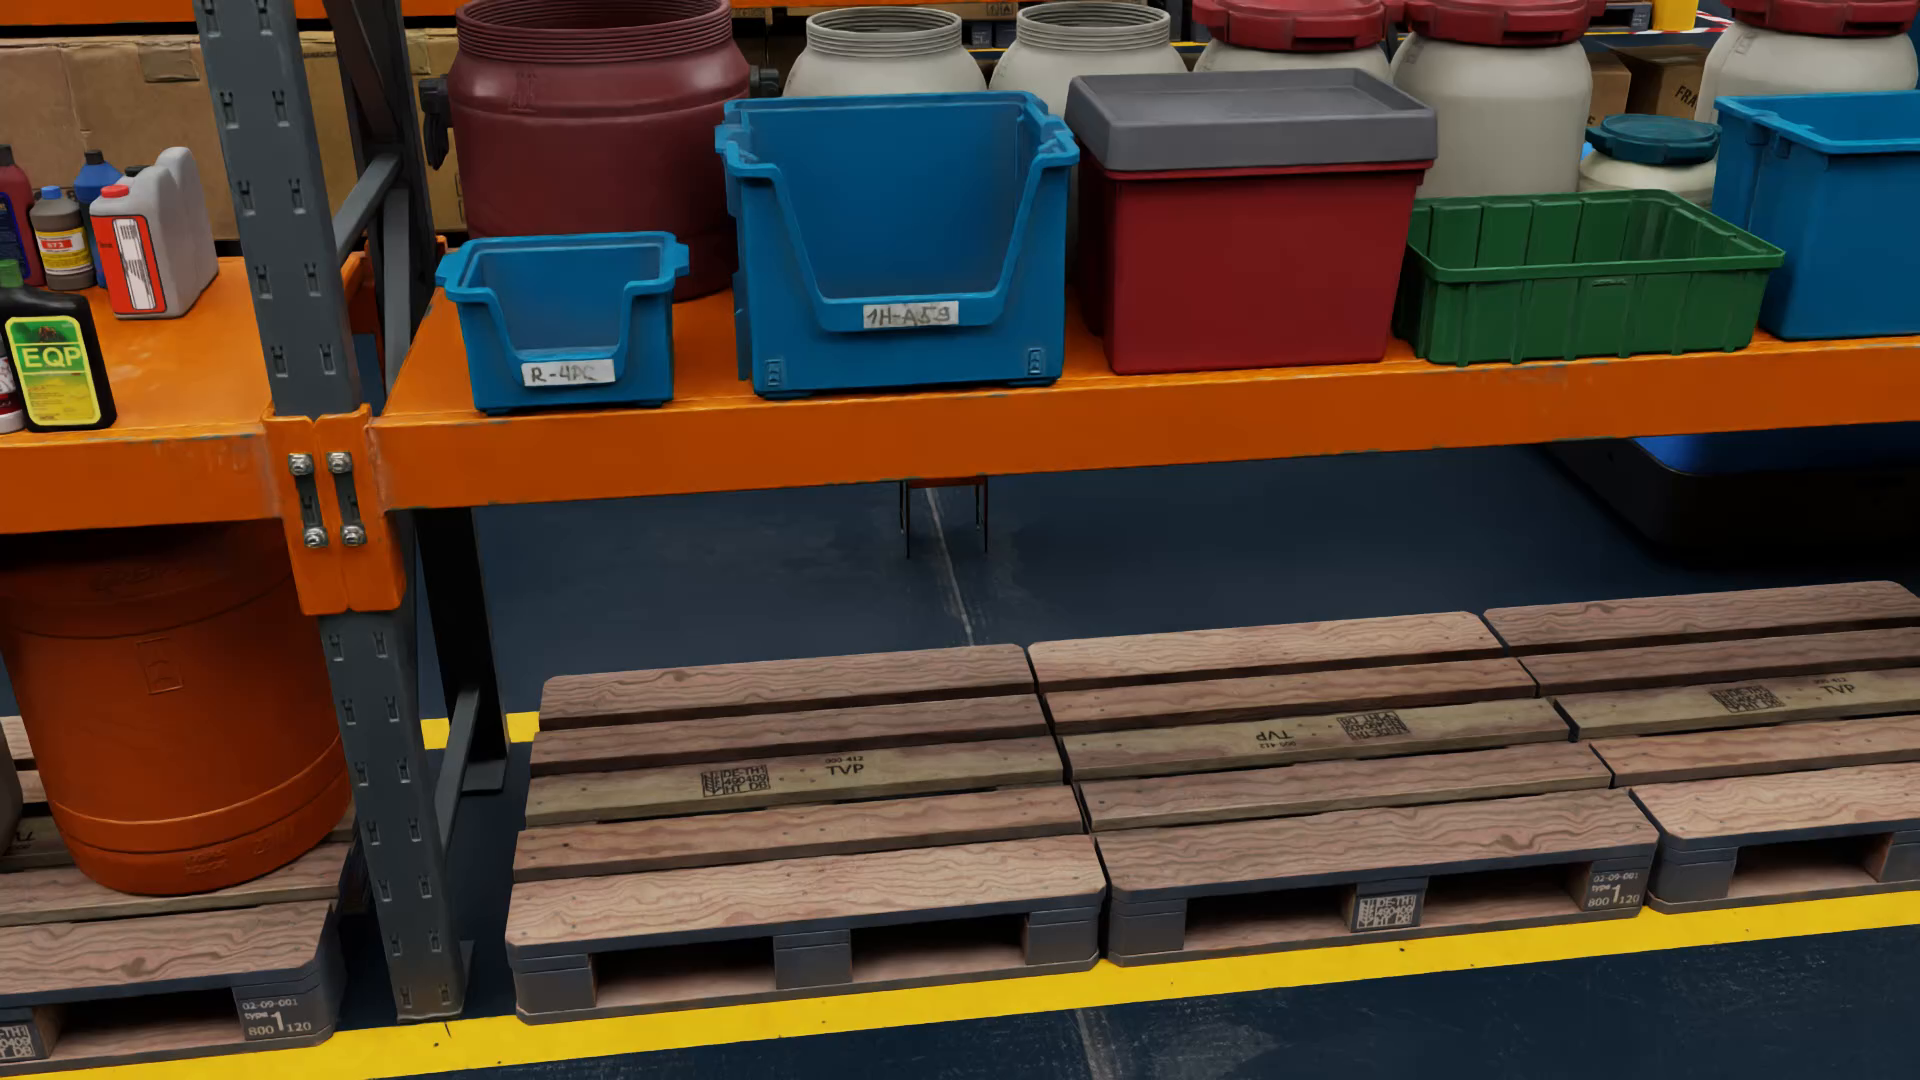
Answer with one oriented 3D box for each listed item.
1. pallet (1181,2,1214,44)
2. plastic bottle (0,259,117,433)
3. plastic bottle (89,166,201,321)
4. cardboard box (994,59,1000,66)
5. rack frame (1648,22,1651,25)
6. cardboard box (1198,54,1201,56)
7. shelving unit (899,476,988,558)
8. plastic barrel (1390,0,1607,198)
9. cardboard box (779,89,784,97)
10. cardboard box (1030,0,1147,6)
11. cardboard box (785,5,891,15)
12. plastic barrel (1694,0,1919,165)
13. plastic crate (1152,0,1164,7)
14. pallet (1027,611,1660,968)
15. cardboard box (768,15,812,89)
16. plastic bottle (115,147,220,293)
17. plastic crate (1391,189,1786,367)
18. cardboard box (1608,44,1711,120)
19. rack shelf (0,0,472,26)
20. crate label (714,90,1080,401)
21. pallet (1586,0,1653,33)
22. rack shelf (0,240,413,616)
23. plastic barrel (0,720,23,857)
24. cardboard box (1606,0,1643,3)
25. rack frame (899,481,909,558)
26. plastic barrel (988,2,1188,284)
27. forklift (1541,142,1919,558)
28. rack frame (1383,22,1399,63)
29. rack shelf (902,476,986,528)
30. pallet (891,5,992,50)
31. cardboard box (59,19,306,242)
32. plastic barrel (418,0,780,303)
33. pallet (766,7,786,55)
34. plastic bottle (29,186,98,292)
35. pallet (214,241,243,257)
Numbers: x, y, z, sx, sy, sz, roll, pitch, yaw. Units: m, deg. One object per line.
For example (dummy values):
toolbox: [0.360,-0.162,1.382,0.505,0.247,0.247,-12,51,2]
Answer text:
pallet: [2.305,-4.103,13.015,1.213,0.211,1.003,-4,27,-7]
plastic bottle: [-1.480,-0.318,2.712,0.133,0.283,0.061,-4,27,-7]
plastic bottle: [-1.591,-0.583,3.237,0.135,0.276,0.152,-4,27,-7]
cardboard box: [0.492,-2.079,8.272,0.500,0.500,0.700,-6,28,-12]
rack frame: [5.502,-5.585,12.849,0.127,3.000,1.000,-4,27,-7]
cardboard box: [1.521,-2.136,8.384,0.500,0.500,0.700,-6,28,-11]
shelving unit: [-0.053,-0.464,5.004,0.252,1.050,0.215,-4,27,-7]
plastic barrel: [1.118,-0.895,3.560,0.433,0.535,0.433,0,27,0]
cardboard box: [-0.620,-2.004,8.126,0.500,0.500,0.700,-6,28,-11]
cardboard box: [0.939,-4.436,12.615,0.750,0.750,1.050,-4,27,-7]
cardboard box: [-0.939,-4.317,12.383,0.750,0.750,1.050,-3,27,-6]
plastic barrel: [1.844,-0.942,3.651,0.433,0.535,0.433,0,27,0]
plastic crate: [1.531,-4.708,14.158,0.662,0.188,0.450,10,39,19]
pallet: [0.839,0.544,3.958,1.213,0.211,1.003,-4,27,-7]
cardboard box: [-0.646,-2.339,7.958,0.500,0.250,0.500,-1,27,-1]
plastic bottle: [-1.612,-0.652,3.371,0.135,0.276,0.152,-4,27,-7]
plastic crate: [1.137,-0.510,3.191,0.662,0.188,0.450,-4,27,-7]
cardboard box: [3.704,-2.279,8.684,0.500,0.500,0.500,-6,28,-12]
rack shelf: [-3.809,-2.380,7.391,4.000,0.370,1.077,-4,27,-7]
crate label: [-0.117,-0.545,2.988,0.616,0.435,0.502,-4,27,-7]
pallet: [4.721,-4.258,13.318,1.213,0.211,1.003,-4,27,-7]
rack shelf: [-3.119,-0.141,3.027,4.000,0.370,1.077,-4,27,-7]
plastic barrel: [-2.167,0.447,3.359,0.421,0.512,0.421,0,27,0]
cardboard box: [4.840,-4.754,13.096,0.875,0.875,0.875,-4,27,-7]
rack frame: [-0.174,-0.456,4.989,0.008,1.050,0.200,-4,27,-7]
plastic barrel: [0.267,-0.827,3.454,0.421,0.512,0.421,0,27,0]
forklift: [3.546,-1.547,5.054,3.031,2.935,1.130,-4,27,-8]
rack frame: [2.132,-3.082,7.971,0.127,3.000,1.000,-4,27,-7]
rack shelf: [-0.053,-0.207,5.135,0.240,0.259,0.215,-4,27,-7]
pallet: [-0.423,-3.928,12.674,1.213,0.211,1.003,-4,27,-7]
cardboard box: [-3.399,-1.981,7.693,0.875,0.875,1.225,-4,27,-7]
plastic barrel: [-0.721,-0.815,3.405,0.708,0.536,0.600,-4,27,-7]
pallet: [-1.628,-3.852,12.525,1.213,0.211,1.003,-4,27,-7]
plastic bottle: [-1.827,-0.618,3.385,0.097,0.201,0.097,0,27,0]
pallet: [-3.825,-1.495,7.932,1.213,0.211,1.003,-4,27,-7]
